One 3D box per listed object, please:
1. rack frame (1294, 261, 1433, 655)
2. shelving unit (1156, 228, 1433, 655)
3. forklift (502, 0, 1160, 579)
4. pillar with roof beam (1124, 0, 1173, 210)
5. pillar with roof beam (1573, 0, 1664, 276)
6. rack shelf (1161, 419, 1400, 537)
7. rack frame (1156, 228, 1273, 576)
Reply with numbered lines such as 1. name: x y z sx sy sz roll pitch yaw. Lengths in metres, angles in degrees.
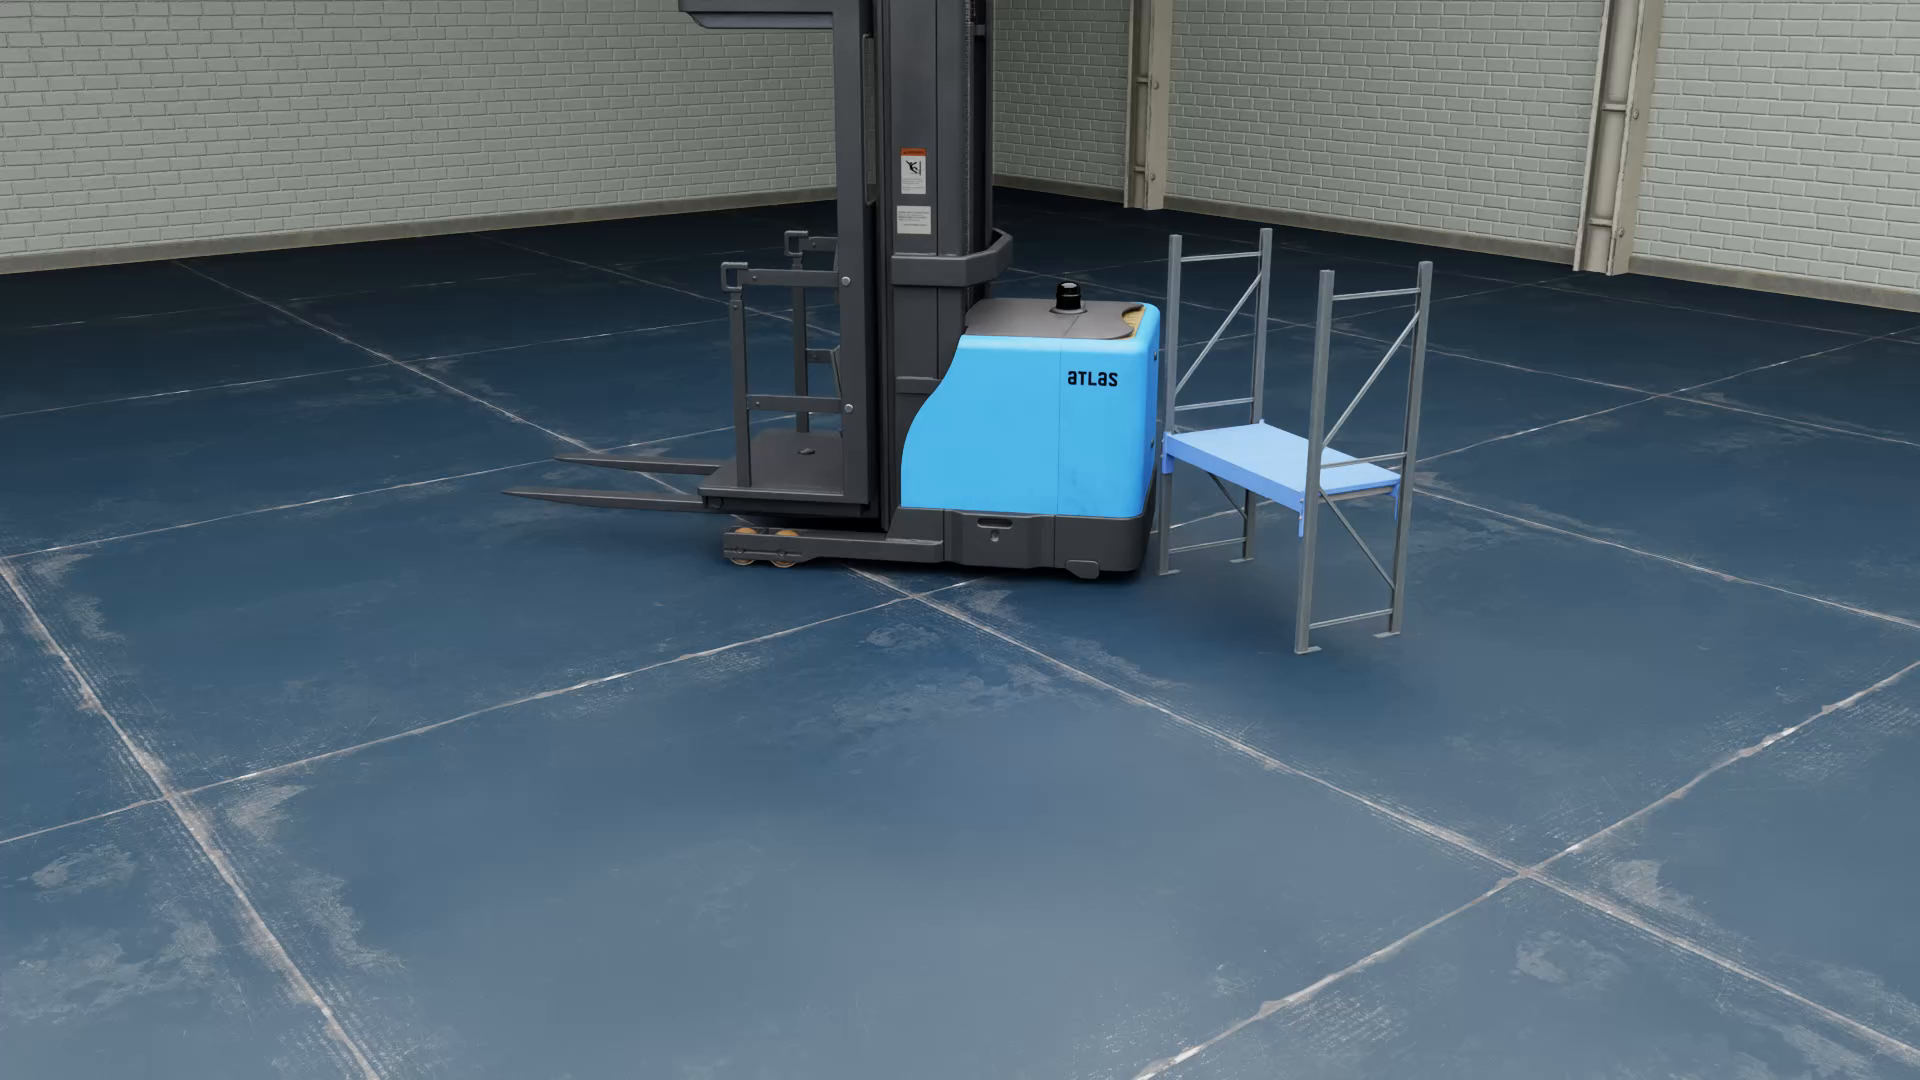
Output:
1. rack frame: 1.543 -0.300 6.382 0.500 1.500 0.032 -9 20 -24
2. shelving unit: 1.324 -0.444 6.817 0.538 1.500 1.048 -9 20 -24
3. forklift: -0.615 -1.426 7.506 3.031 2.935 1.130 3 19 10
4. pillar with roof beam: -1.179 -7.394 15.876 9.100 9.000 0.400 -14 23 -36
5. pillar with roof beam: 2.546 -5.915 11.411 9.100 9.000 0.400 -14 23 -36
6. rack shelf: 1.324 -0.273 6.874 0.538 0.185 1.000 -9 20 -24
7. rack frame: 1.104 -0.588 7.253 0.500 1.500 0.032 -9 20 -24
